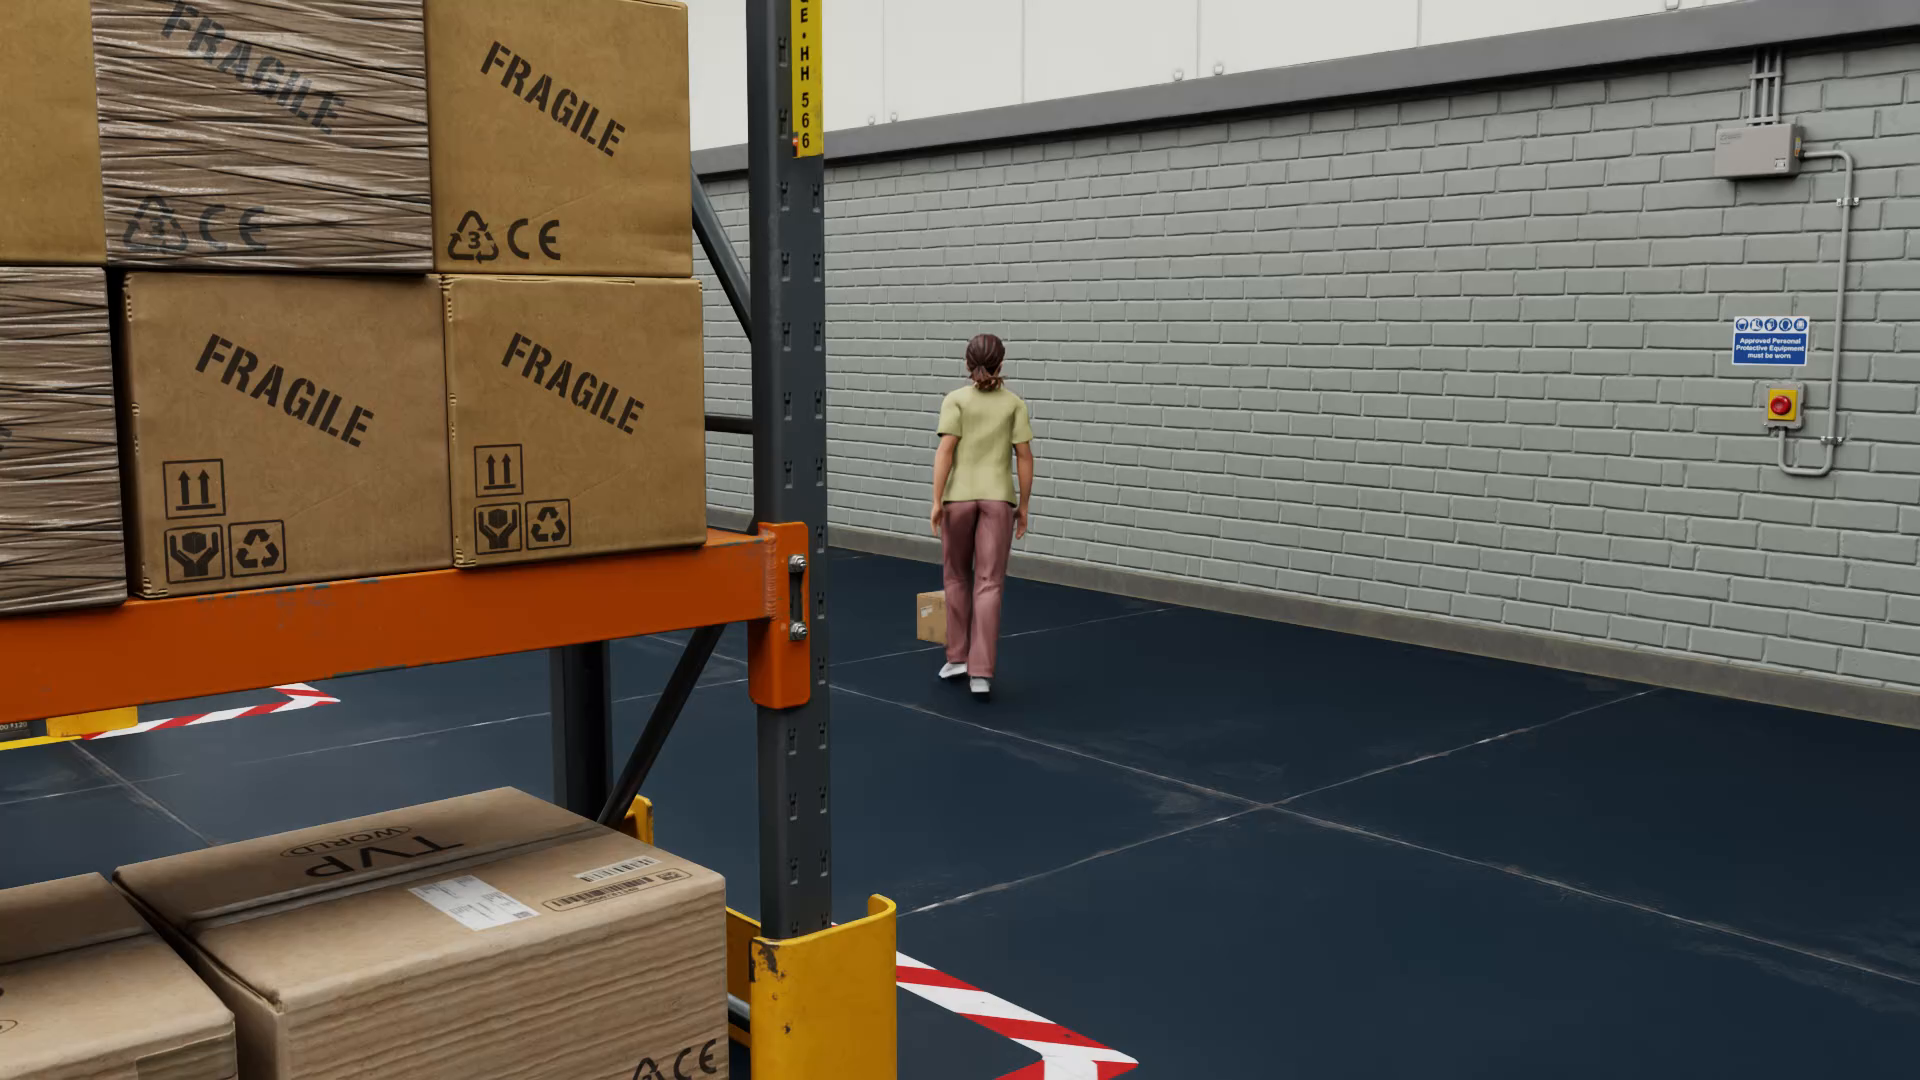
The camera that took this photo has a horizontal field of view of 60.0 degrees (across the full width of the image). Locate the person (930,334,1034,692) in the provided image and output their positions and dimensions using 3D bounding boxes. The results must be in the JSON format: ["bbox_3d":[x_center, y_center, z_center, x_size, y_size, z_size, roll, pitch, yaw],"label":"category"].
[{"bbox_3d":[0.105,-0.115,7.787,0.479,1.690,0.690,0,7,1],"label":"person"}]
